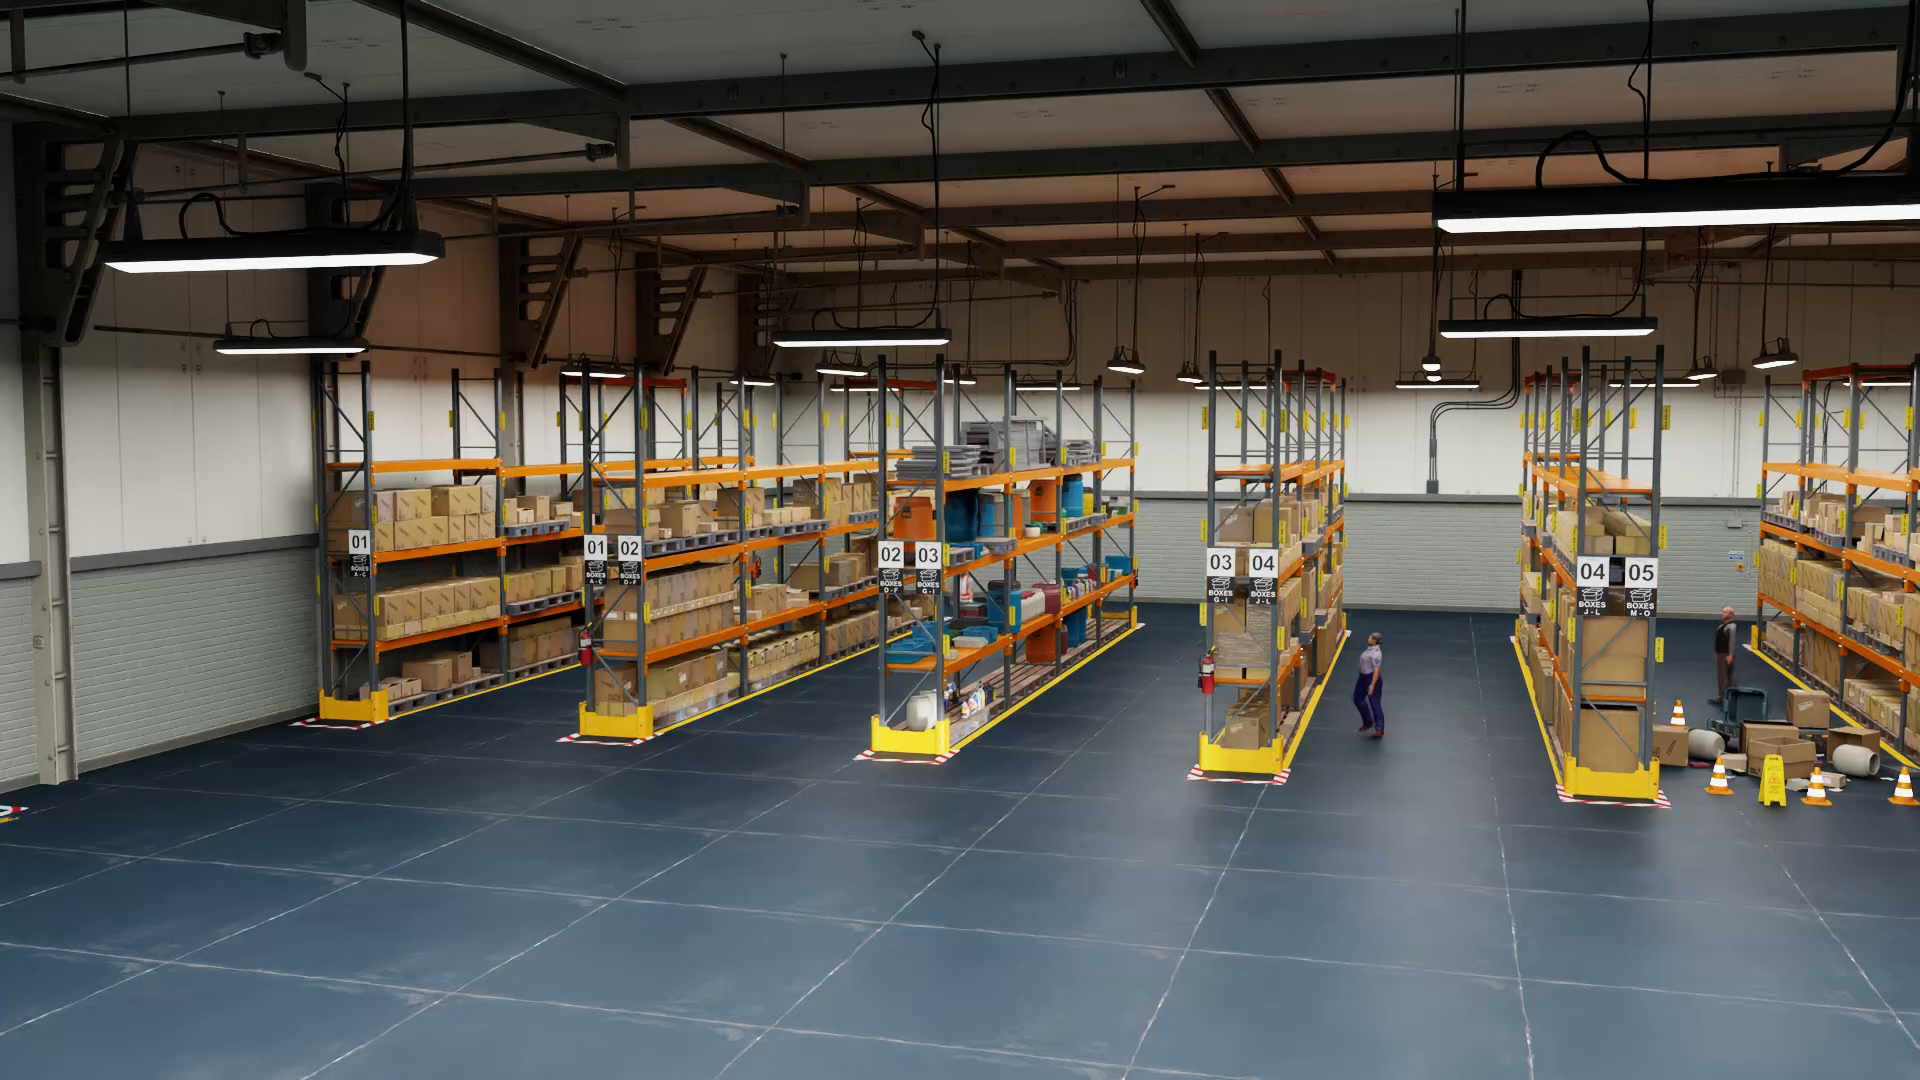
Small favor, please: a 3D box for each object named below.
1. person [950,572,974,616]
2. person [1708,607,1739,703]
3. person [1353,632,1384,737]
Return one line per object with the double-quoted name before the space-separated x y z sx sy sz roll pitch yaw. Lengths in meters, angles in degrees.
"person" 0.025 1.413 37.798 0.601 1.736 1.045 1 4 14
"person" 13.604 2.039 29.558 0.453 1.725 0.558 3 5 33
"person" 6.560 2.303 26.553 0.351 1.668 0.635 -1 4 -14
